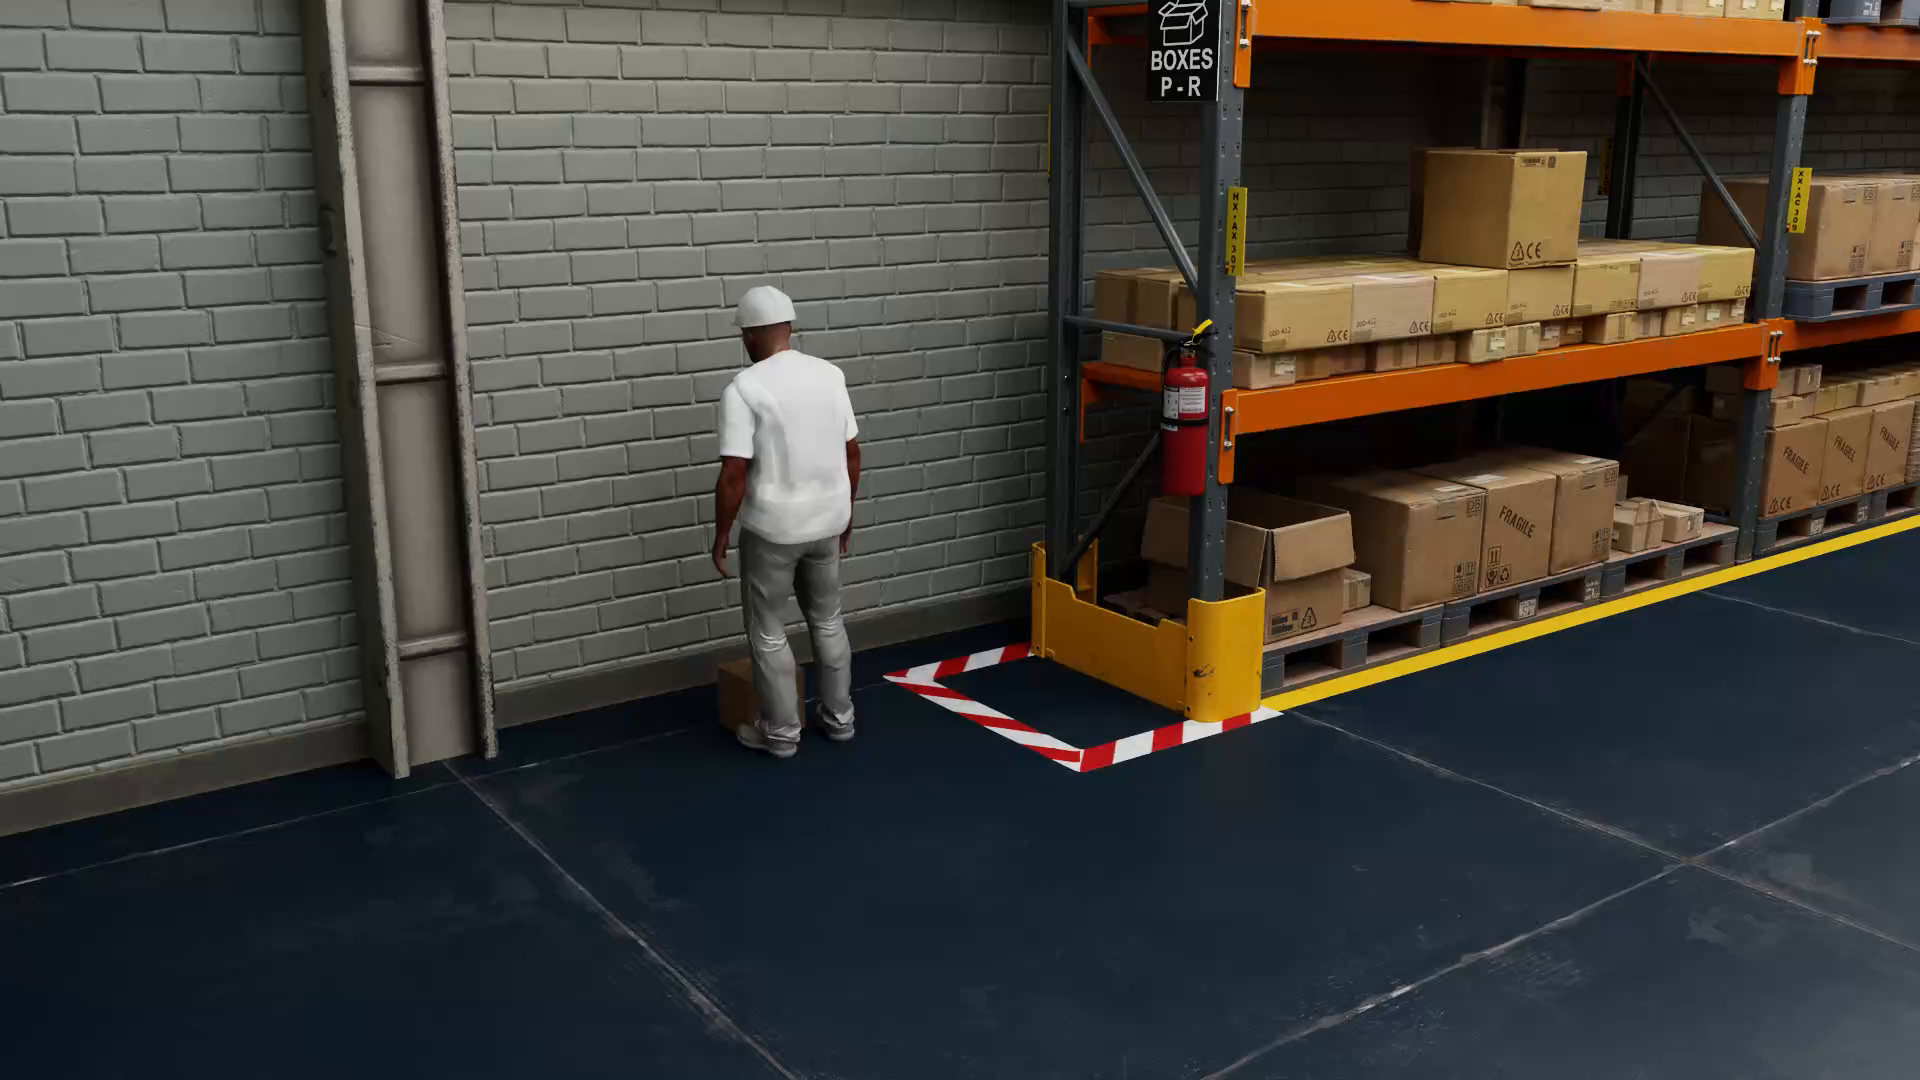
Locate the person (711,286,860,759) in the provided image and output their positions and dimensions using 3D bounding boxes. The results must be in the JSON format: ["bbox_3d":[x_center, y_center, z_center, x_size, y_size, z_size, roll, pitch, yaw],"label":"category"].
[{"bbox_3d":[-0.652,-0.066,6.228,0.634,1.760,0.458,-12,18,-38],"label":"person"}]
